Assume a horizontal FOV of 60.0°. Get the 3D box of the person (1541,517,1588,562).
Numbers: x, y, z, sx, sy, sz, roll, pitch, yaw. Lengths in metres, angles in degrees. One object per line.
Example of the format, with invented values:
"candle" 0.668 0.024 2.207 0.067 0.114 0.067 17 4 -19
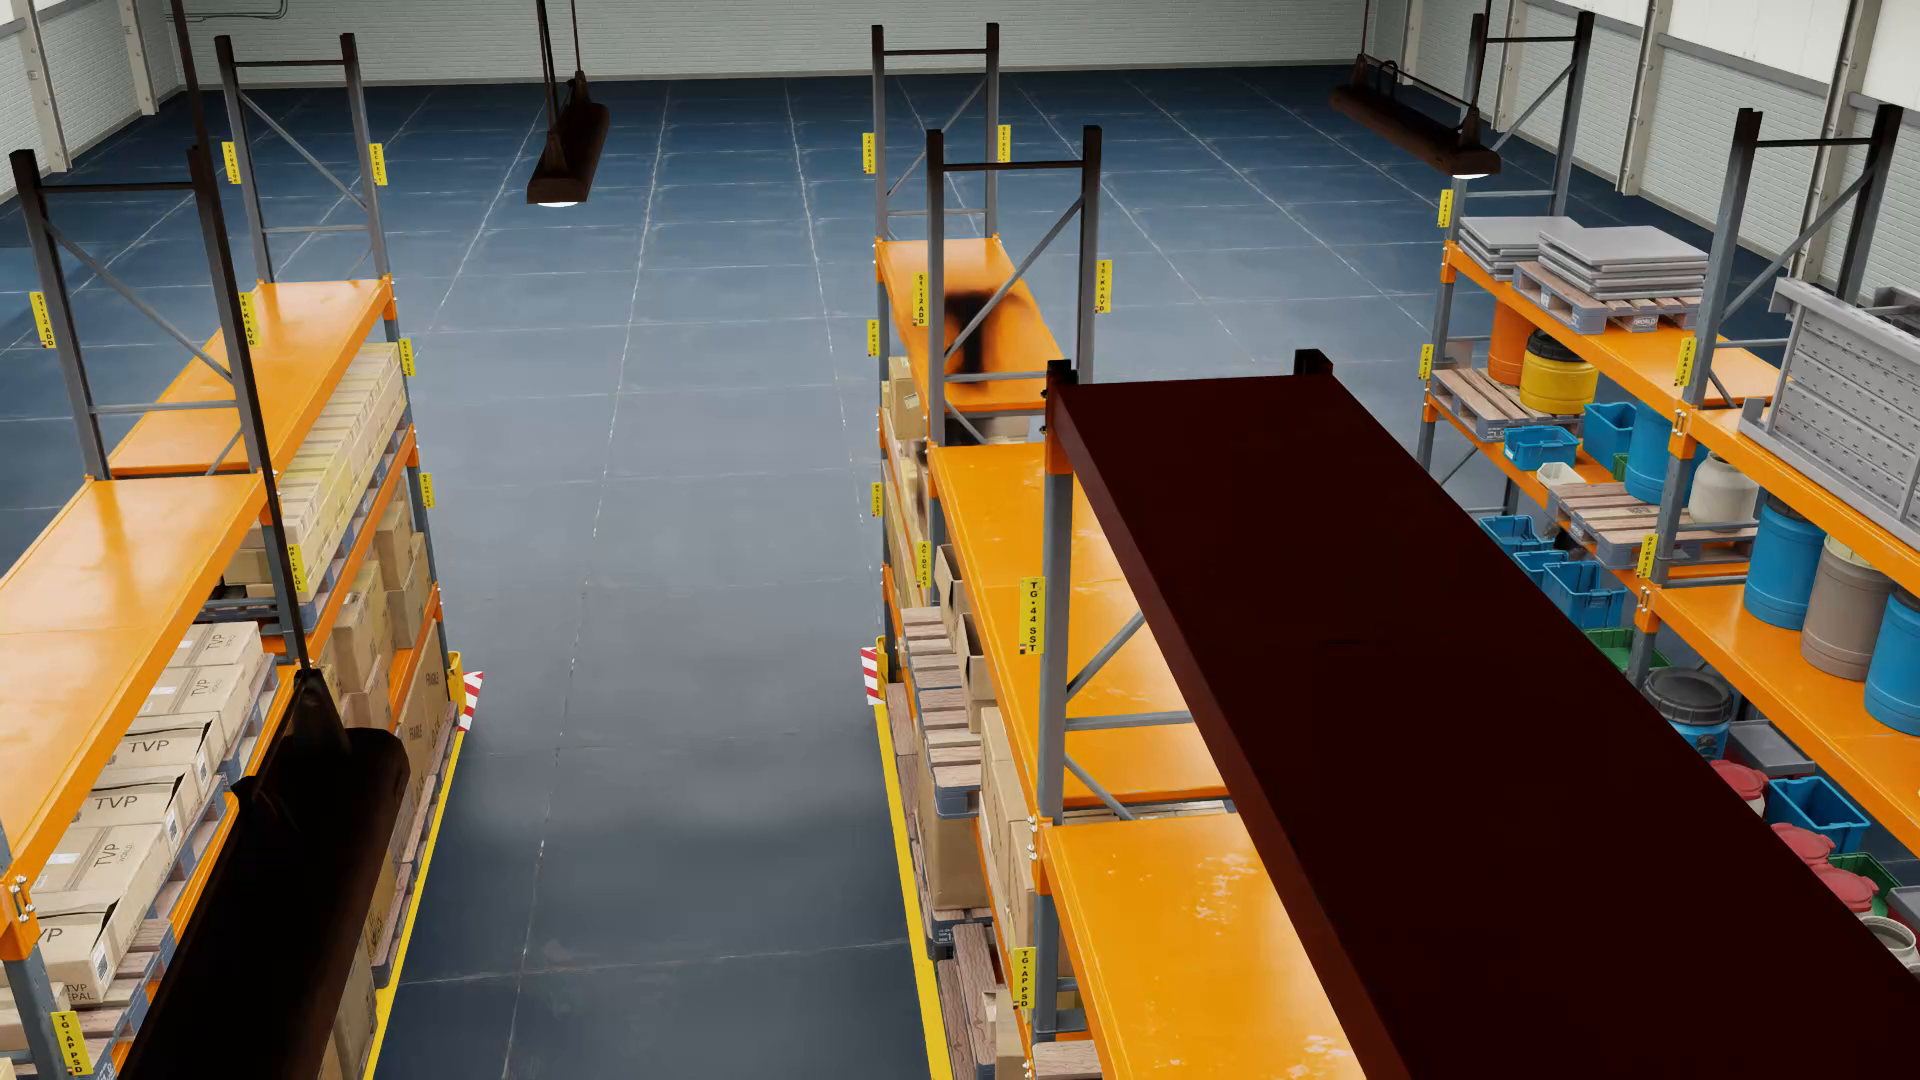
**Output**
"person" 6.007 0.101 16.336 0.640 1.707 0.765 -20 32 -36
